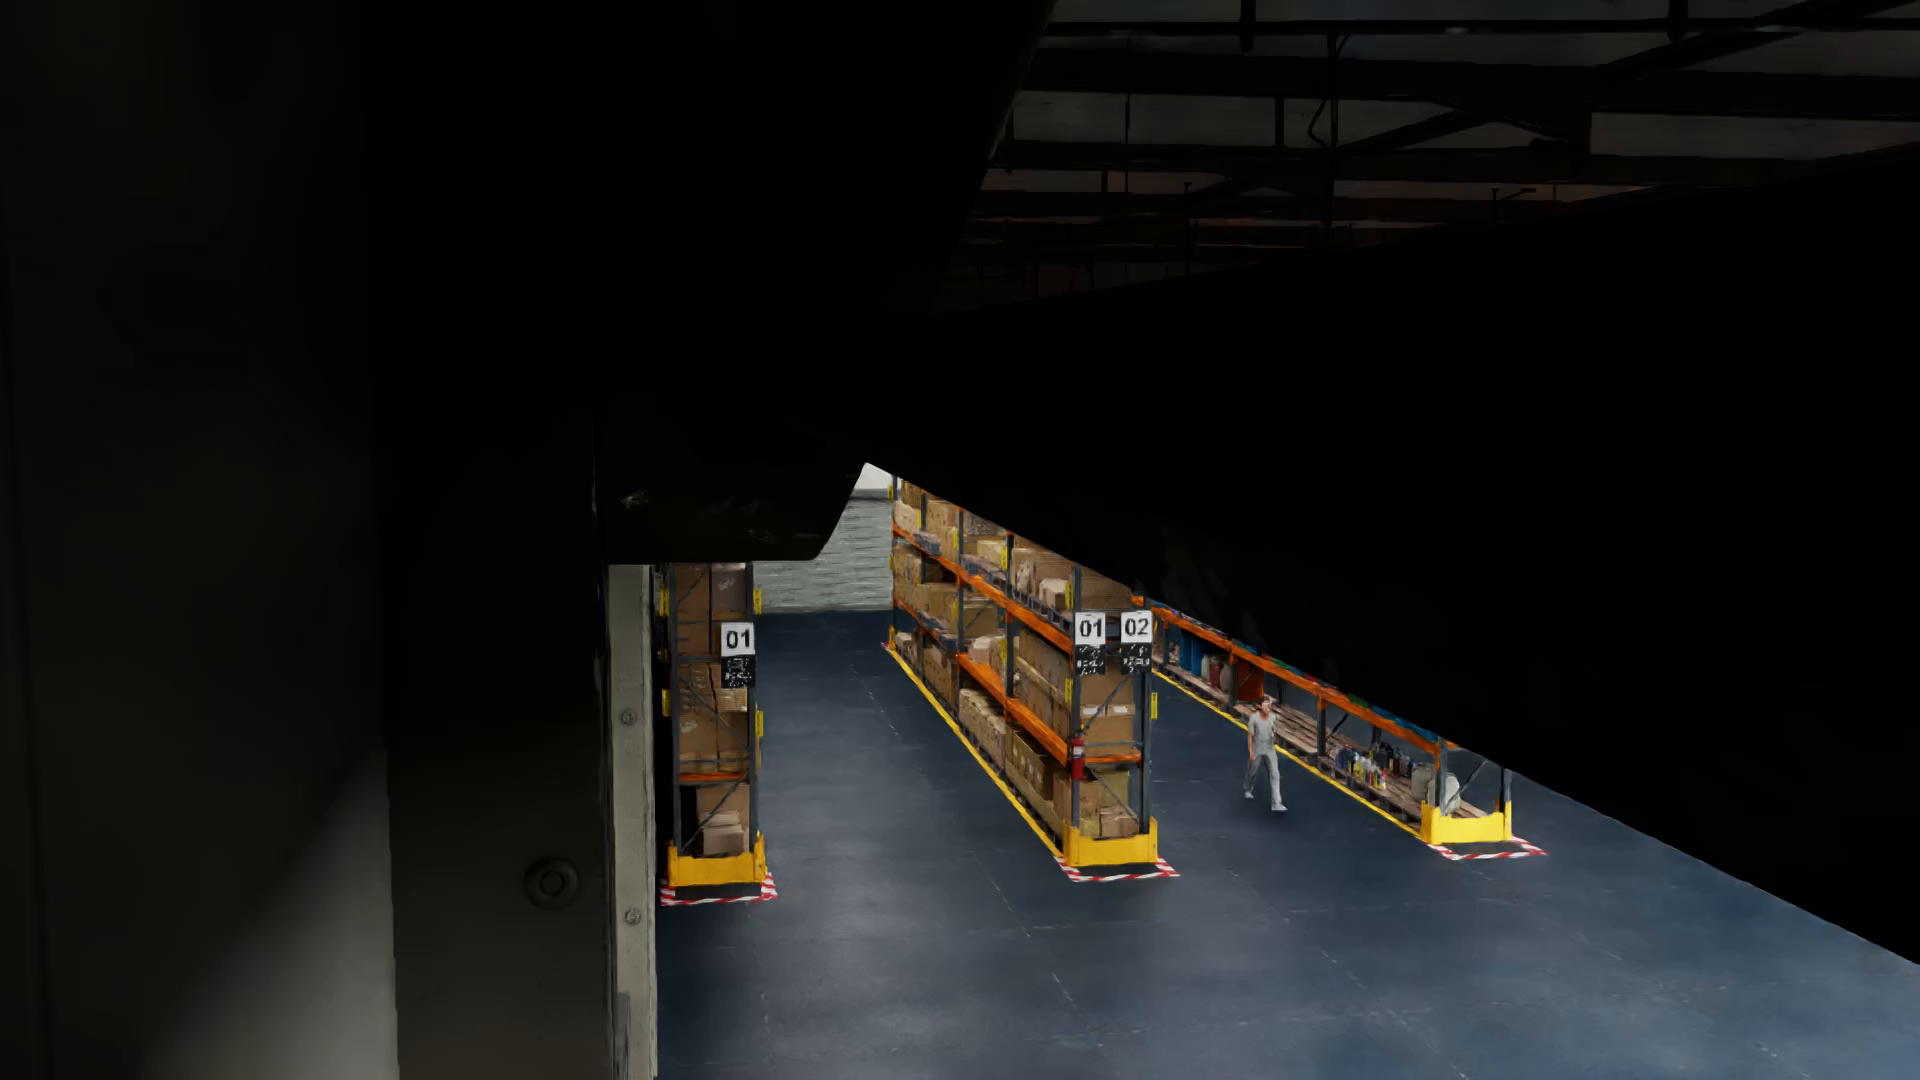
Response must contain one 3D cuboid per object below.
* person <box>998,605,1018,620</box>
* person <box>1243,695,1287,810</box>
[{"bbox_3d":[1.213,1.120,40.416,0.719,1.714,0.578,-1,6,-12],"label":"person"},{"bbox_3d":[4.281,2.980,23.574,0.446,1.588,1.110,-1,6,-8],"label":"person"}]
